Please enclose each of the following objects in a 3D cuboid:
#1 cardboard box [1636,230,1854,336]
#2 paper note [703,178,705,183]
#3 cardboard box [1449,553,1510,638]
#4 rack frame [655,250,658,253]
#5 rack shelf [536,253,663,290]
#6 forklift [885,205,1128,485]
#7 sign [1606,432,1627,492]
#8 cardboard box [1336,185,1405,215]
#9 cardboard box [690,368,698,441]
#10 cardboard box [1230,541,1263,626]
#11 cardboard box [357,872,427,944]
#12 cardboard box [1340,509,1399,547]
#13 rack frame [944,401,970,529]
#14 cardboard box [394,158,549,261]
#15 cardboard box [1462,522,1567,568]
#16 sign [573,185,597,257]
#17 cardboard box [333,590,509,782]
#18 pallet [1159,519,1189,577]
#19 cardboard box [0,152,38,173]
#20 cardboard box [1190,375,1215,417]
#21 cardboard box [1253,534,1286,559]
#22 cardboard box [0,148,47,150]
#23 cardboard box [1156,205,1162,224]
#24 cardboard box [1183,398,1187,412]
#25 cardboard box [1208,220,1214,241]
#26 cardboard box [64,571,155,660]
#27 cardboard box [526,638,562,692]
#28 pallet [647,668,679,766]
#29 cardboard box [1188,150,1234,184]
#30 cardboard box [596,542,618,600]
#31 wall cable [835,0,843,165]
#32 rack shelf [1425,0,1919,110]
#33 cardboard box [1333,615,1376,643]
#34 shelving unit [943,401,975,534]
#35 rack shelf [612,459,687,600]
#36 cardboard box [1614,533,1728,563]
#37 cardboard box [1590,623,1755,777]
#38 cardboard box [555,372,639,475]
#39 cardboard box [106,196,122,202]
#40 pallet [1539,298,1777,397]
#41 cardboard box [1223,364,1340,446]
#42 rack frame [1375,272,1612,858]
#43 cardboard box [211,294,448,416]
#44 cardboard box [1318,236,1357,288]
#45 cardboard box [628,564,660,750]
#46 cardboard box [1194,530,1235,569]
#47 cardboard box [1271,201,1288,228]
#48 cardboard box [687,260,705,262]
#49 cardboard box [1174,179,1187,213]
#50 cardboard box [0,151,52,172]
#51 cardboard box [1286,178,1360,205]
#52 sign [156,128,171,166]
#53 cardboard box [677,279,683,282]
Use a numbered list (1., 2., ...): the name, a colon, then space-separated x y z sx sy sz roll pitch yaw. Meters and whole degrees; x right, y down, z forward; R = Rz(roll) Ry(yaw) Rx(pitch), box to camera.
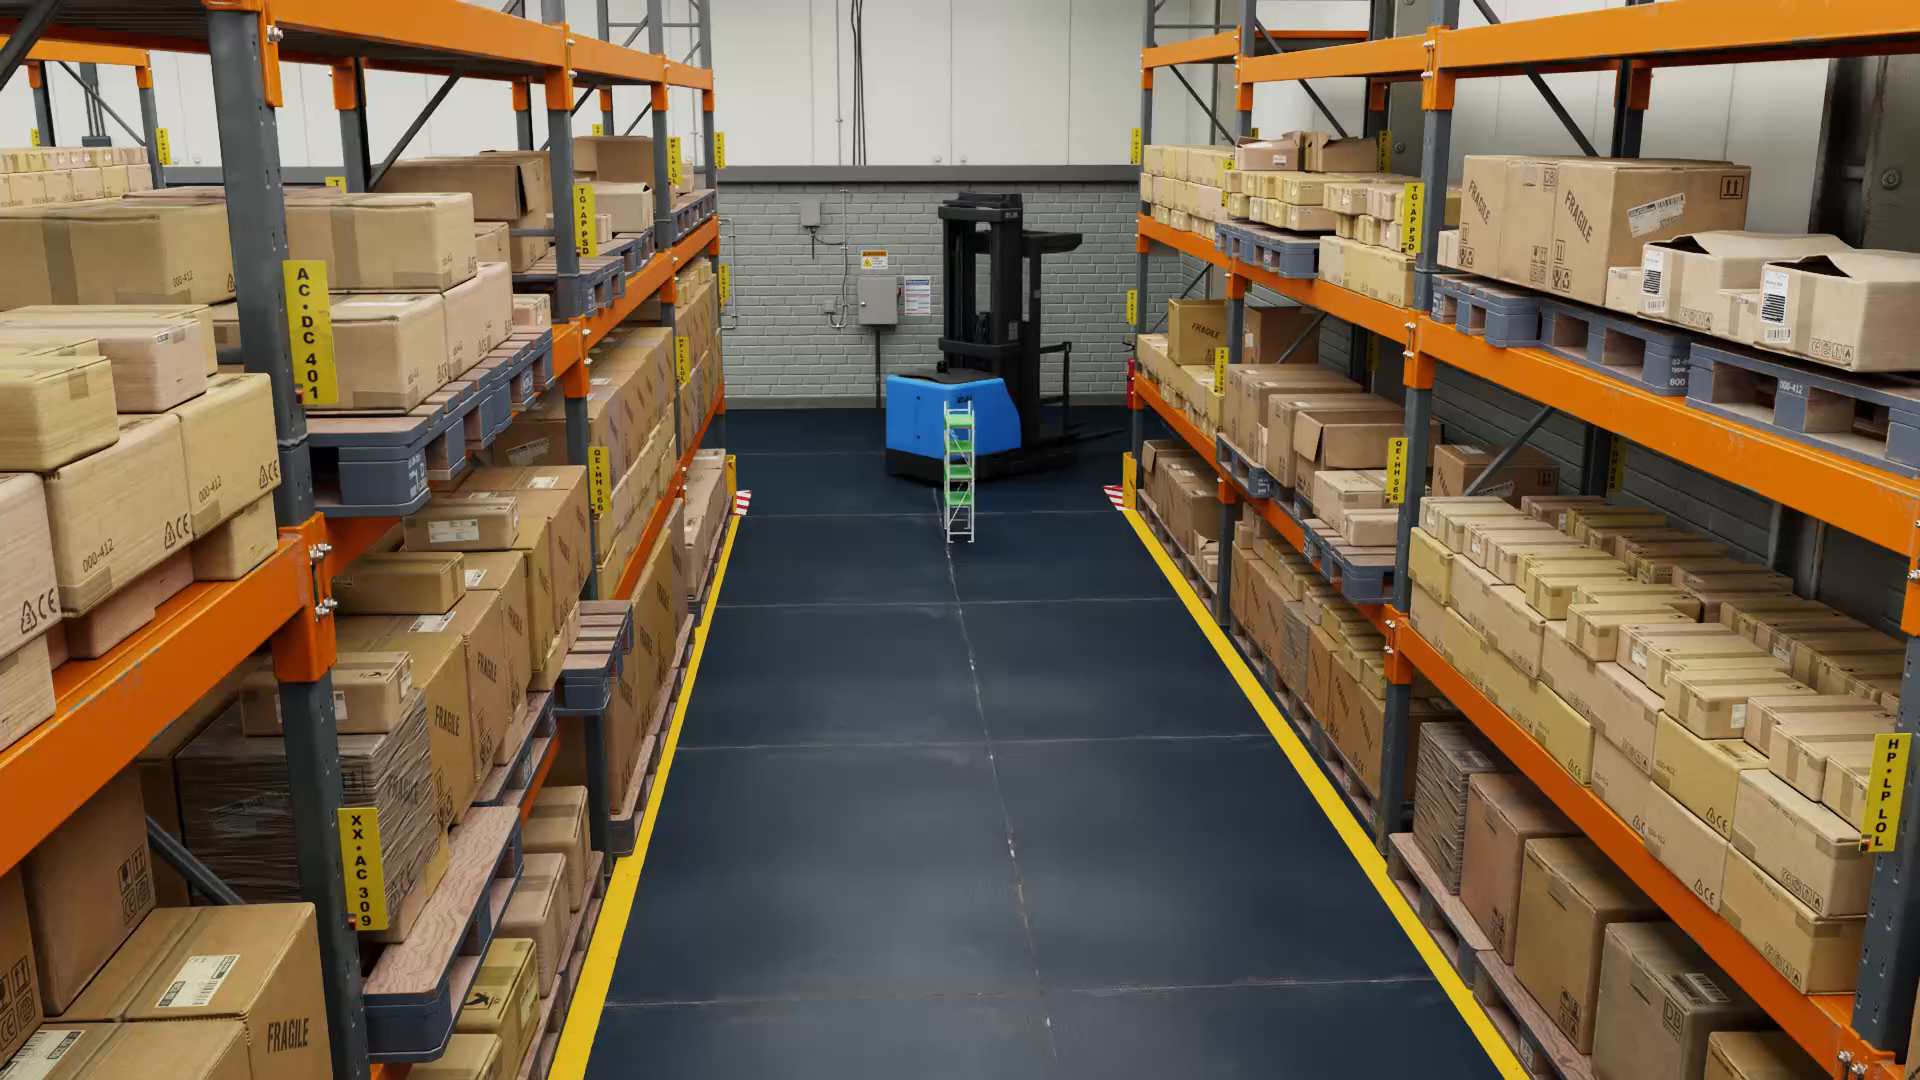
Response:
1. cardboard box: 2.600 -0.863 5.474 0.500 0.311 0.500 -1 14 -5
2. paper note: -2.051 -2.885 13.351 0.006 0.032 0.123 -1 14 -3
3. cardboard box: 2.501 0.240 7.370 0.500 0.250 0.500 0 14 -2
4. rack frame: -2.511 -0.746 11.906 0.949 2.616 0.053 -1 14 -3
5. rack shelf: -2.390 -3.013 9.262 0.919 3.214 3.809 -1 14 -3
6. forklift: -3.055 -1.975 16.999 9.713 2.843 4.780 -14 20 -43
7. sign: 3.241 -0.399 8.234 0.100 0.325 0.005 -1 14 -3
8. cardboard box: 2.309 -1.887 9.225 0.380 0.149 0.250 -1 14 -5
9. cardboard box: -2.309 -1.040 12.850 0.500 0.500 0.500 -1 14 -3
10. cardboard box: 2.245 0.307 11.986 0.500 0.500 0.500 0 14 -1
11. cardboard box: -1.737 1.019 4.706 0.380 0.149 0.250 -1 14 -3
12. cardboard box: 2.264 -0.068 8.932 0.380 0.149 0.250 -1 14 -2
13. rack frame: -0.025 -0.683 15.273 0.240 1.200 0.015 -1 14 -3
14. cardboard box: -2.517 -1.699 8.547 0.700 0.500 0.500 -2 15 -6
15. cardboard box: 2.473 0.022 7.417 0.380 0.149 0.250 0 14 -2
16. sign: -1.725 -1.462 7.632 0.100 0.325 0.005 -1 14 -3
17. cardboard box: -1.810 0.479 5.505 0.500 0.500 0.500 -1 14 -4
18. pallet: 2.319 0.052 14.401 1.003 0.211 1.213 -1 14 -3
19. cardboard box: -7.258 -2.863 12.614 0.380 0.149 0.250 0 14 -1
20. cardboard box: 2.119 -1.142 13.150 0.500 0.250 0.500 -1 14 -3
21. cardboard box: 2.291 0.030 11.760 0.380 0.149 0.250 -1 14 -5
22. cardboard box: -7.962 -3.238 14.070 0.380 0.149 0.250 -1 14 -4
23. cardboard box: 1.934 -2.874 14.662 0.380 0.149 0.250 -1 14 -2
24. cardboard box: 2.090 -1.161 14.025 0.380 0.149 0.250 -1 14 -4
25. cardboard box: 2.103 -2.367 12.692 0.380 0.149 0.250 0 14 -2
26. cardboard box: -1.727 0.114 3.049 0.380 0.149 0.250 -1 14 -3
27. cardboard box: -1.823 0.503 6.711 0.380 0.149 0.250 -1 14 -2
28. pallet: -2.313 1.099 10.330 1.003 0.211 1.213 -1 14 -3
29. cardboard box: 2.105 -2.964 13.207 0.500 0.250 0.500 -1 14 -2
30. cardboard box: -2.046 0.196 8.547 0.500 0.250 0.500 -1 14 -4
31. wall cable: -2.645 -6.068 20.549 2.355 3.000 0.029 -1 14 -3
32. rack shelf: 2.811 -1.695 5.800 1.077 0.370 4.000 -1 14 -3
33. cardboard box: 2.413 0.545 9.759 0.380 0.149 0.250 0 14 -2
34. shelving unit: -6.149 0.483 10.742 13.061 1.200 8.595 -1 14 -3
35. rack shelf: -2.390 0.100 10.063 1.077 0.370 4.000 -1 14 -3
36. cardboard box: 3.077 0.075 7.212 0.380 0.149 0.250 -1 14 -5
37. cardboard box: 2.585 0.551 5.863 0.505 0.399 0.505 -1 14 -3
38. cardboard box: -4.655 -0.493 6.094 5.801 1.807 6.767 0 14 -2
39. cardboard box: -7.365 -2.784 14.106 0.500 0.250 0.500 -1 14 -3
40. pallet: 2.891 -0.745 6.260 1.003 0.211 1.213 0 14 -1
41. cardboard box: 2.246 -0.952 11.662 0.700 0.500 0.500 -1 14 -2
42. rack frame: 2.688 0.171 8.341 1.000 3.000 0.127 -1 14 -3
43. cardboard box: -1.655 -0.491 4.355 0.500 0.250 0.500 -1 14 -5
44. cardboard box: 2.350 -1.582 9.437 0.500 0.250 0.500 -1 14 -3
45. cardboard box: -14.743 -2.620 6.730 25.988 8.790 3.910 -1 14 -3
46. cardboard box: 2.090 0.074 13.362 0.396 0.266 0.258 0 14 -1
47. cardboard box: 2.134 -2.009 10.255 0.380 0.149 0.250 -1 14 -2
48. cardboard box: -2.500 -2.439 14.976 0.380 0.149 0.250 -1 14 -2
49. cardboard box: 2.073 -2.846 13.752 0.500 0.250 0.500 -1 14 -4
50. cardboard box: -7.288 -2.928 12.866 0.380 0.149 0.250 -1 14 -5
51. cardboard box: 2.175 -2.087 9.963 0.380 0.149 0.250 -1 14 -3
52. sign: -7.141 -3.524 14.908 0.100 0.325 0.005 -1 14 -3
53. cardboard box: -2.404 -1.992 13.241 0.380 0.149 0.250 -1 14 -4
